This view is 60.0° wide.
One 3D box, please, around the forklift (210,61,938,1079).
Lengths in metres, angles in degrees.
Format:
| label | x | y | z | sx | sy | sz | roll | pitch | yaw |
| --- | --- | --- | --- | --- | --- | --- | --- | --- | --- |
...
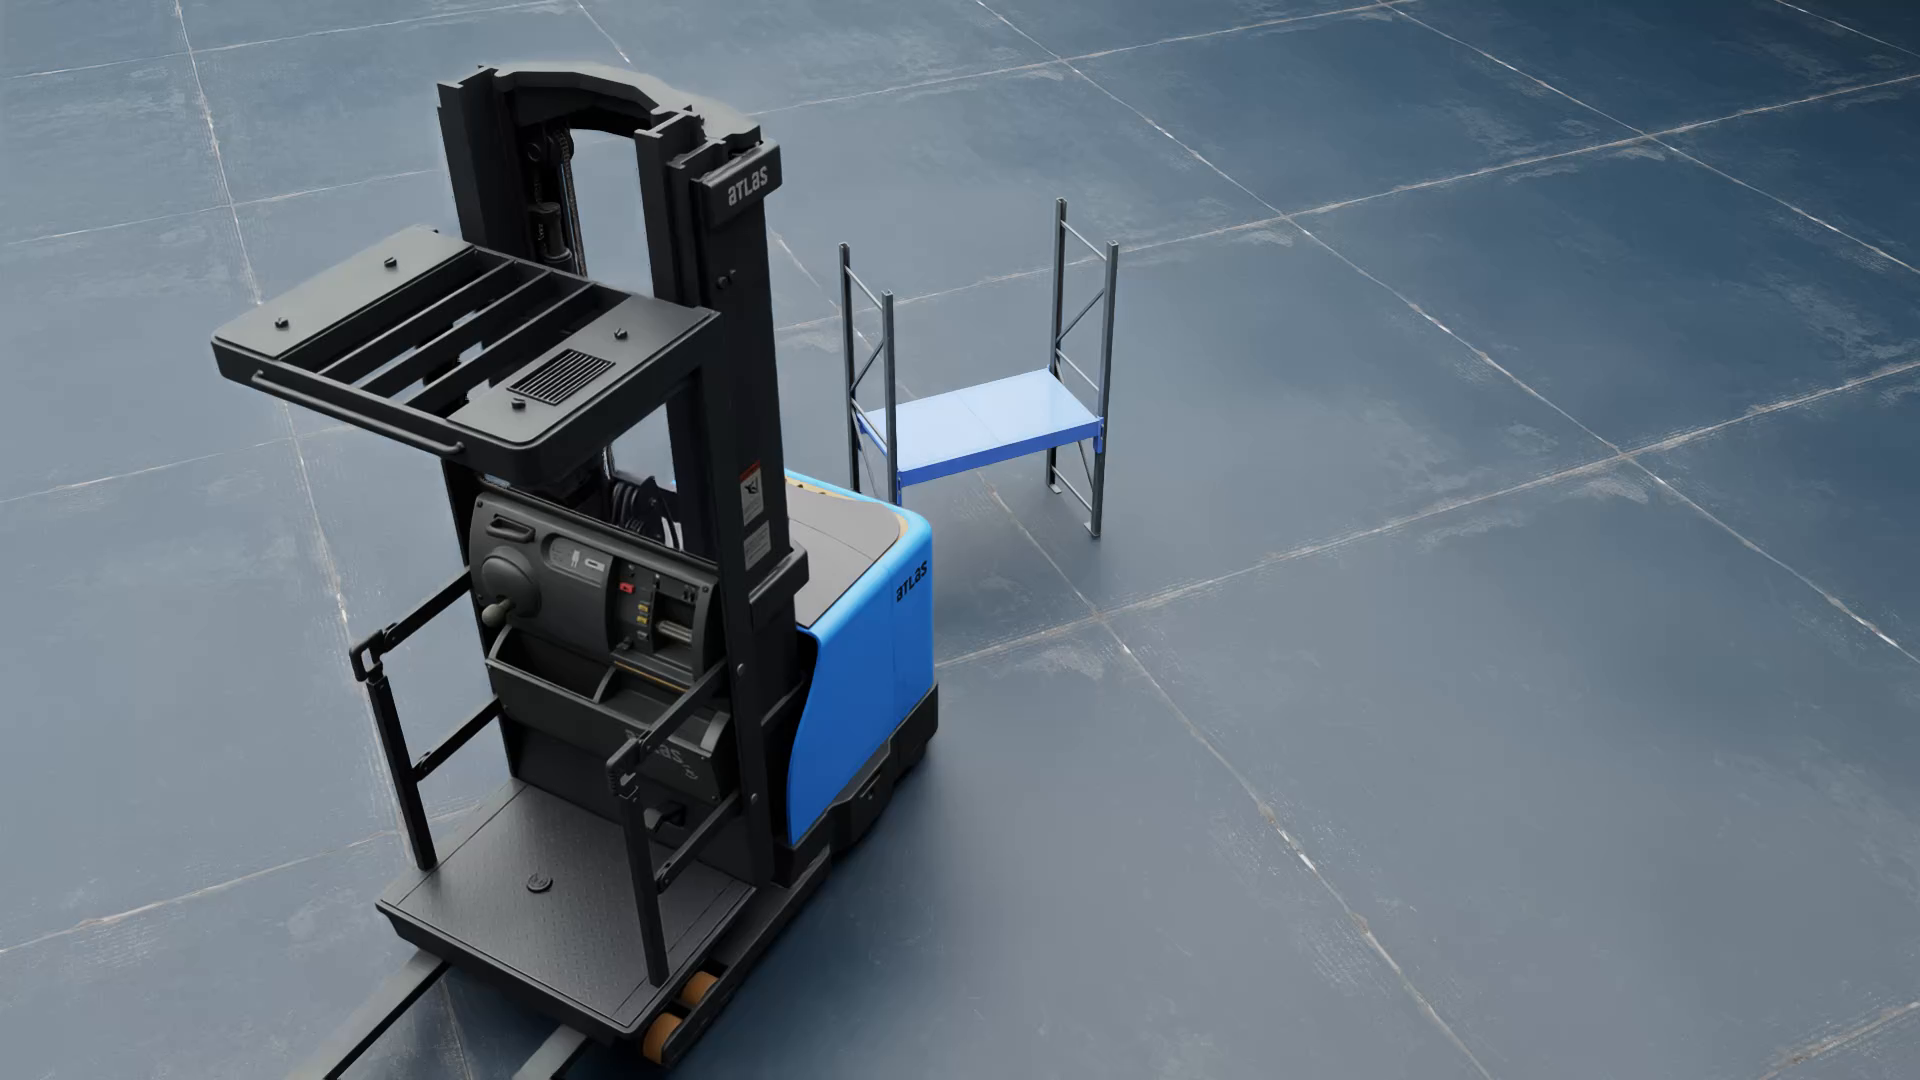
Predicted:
| label | x | y | z | sx | sy | sz | roll | pitch | yaw |
| --- | --- | --- | --- | --- | --- | --- | --- | --- | --- |
| forklift | -1.251 | 0.224 | 4.988 | 1.130 | 2.935 | 3.031 | 19 | 40 | 23 |

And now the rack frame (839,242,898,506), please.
| label | x | y | z | sx | sy | sz | roll | pitch | yaw |
| --- | --- | --- | --- | --- | --- | --- | --- | --- | --- |
| rack frame | -0.383 | -0.495 | 7.159 | 0.032 | 1.500 | 0.500 | -16 | 39 | -20 |

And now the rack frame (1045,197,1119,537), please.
| label | x | y | z | sx | sy | sz | roll | pitch | yaw |
| --- | --- | --- | --- | --- | --- | --- | --- | --- | --- |
| rack frame | 0.537 | -0.753 | 7.506 | 0.032 | 1.500 | 0.500 | -16 | 39 | -20 |

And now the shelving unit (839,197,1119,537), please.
| label | x | y | z | sx | sy | sz | roll | pitch | yaw |
| --- | --- | --- | --- | --- | --- | --- | --- | --- | --- |
| shelving unit | 0.077 | -0.624 | 7.332 | 1.048 | 1.500 | 0.538 | -16 | 39 | -20 |

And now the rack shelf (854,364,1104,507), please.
| label | x | y | z | sx | sy | sz | roll | pitch | yaw |
| --- | --- | --- | --- | --- | --- | --- | --- | --- | --- |
| rack shelf | 0.077 | -0.480 | 7.439 | 1.000 | 0.185 | 0.538 | -16 | 39 | -20 |
